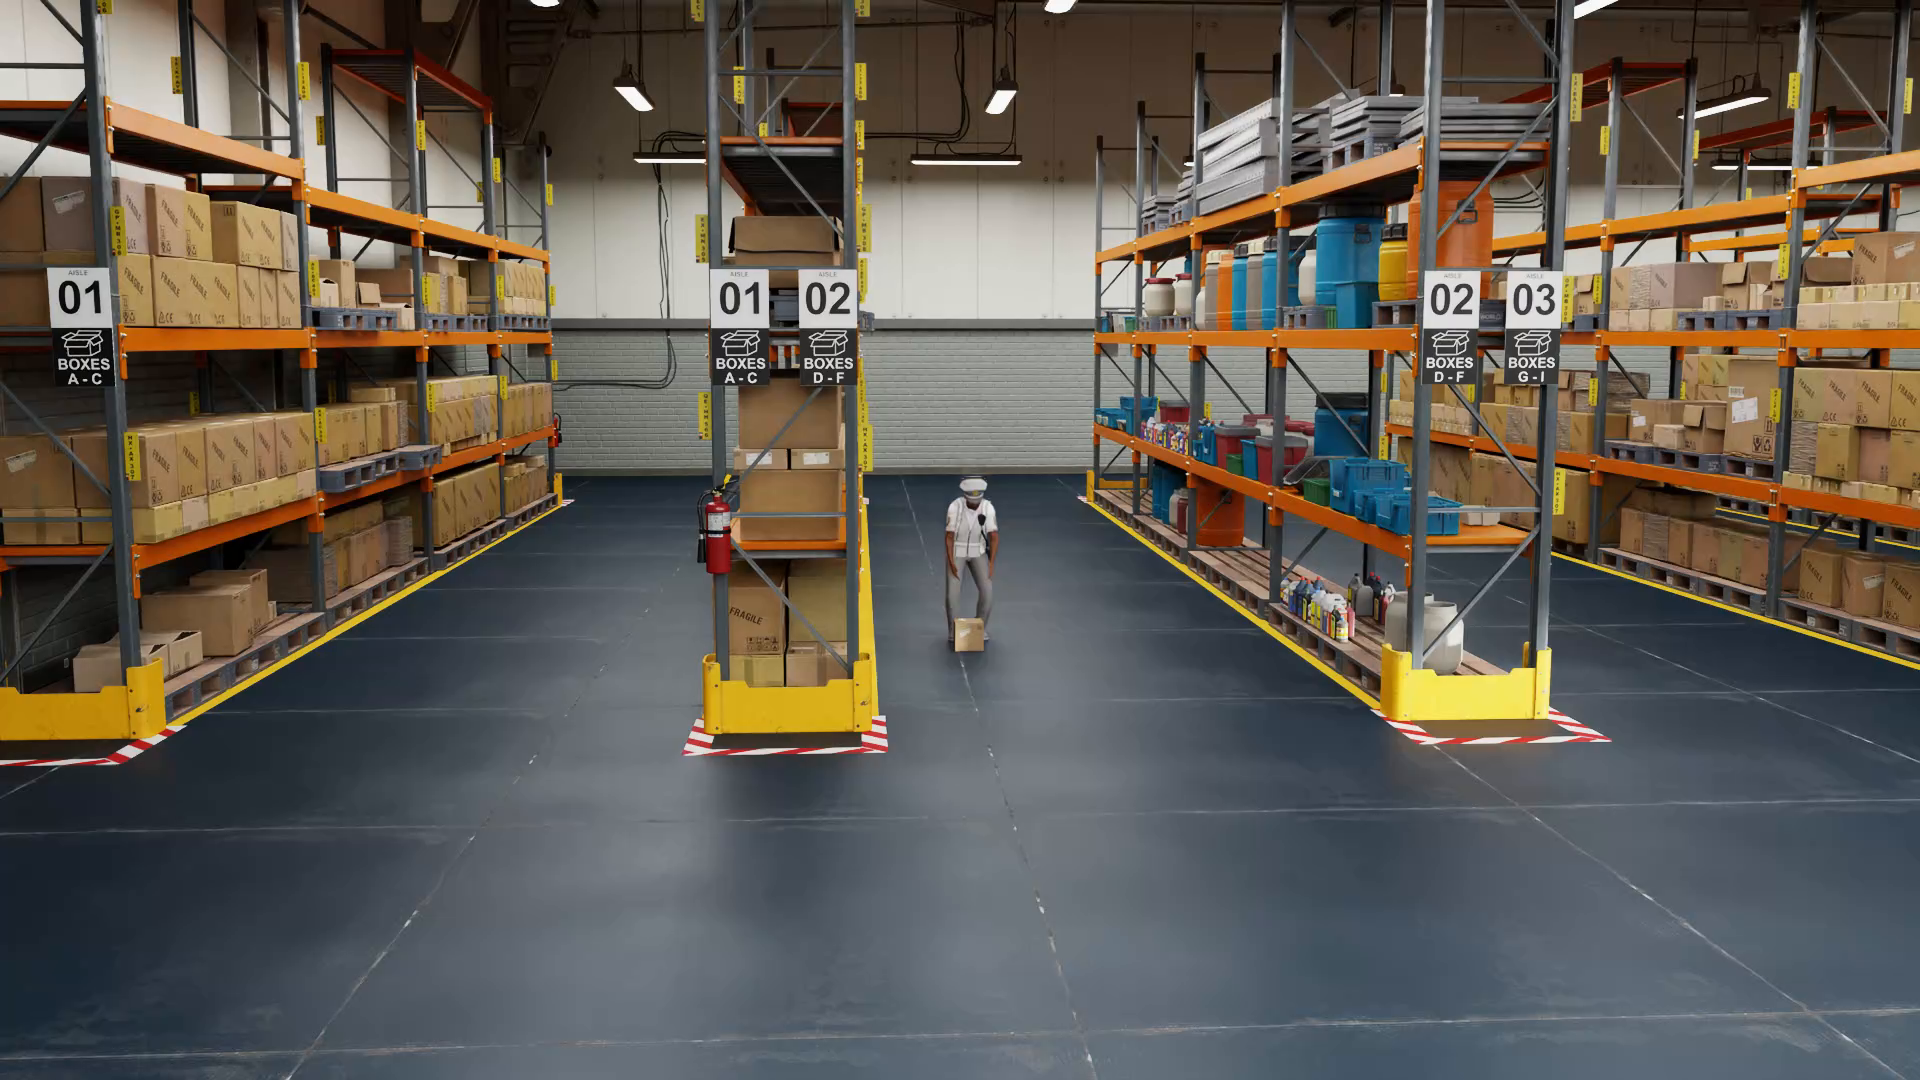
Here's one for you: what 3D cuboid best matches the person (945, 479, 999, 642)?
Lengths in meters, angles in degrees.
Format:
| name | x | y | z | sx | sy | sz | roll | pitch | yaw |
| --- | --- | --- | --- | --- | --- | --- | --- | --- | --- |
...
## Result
| name | x | y | z | sx | sy | sz | roll | pitch | yaw |
| --- | --- | --- | --- | --- | --- | --- | --- | --- | --- |
| person | 0.107 | 0.179 | 15.073 | 0.490 | 1.487 | 0.608 | 0 | 7 | -3 |
